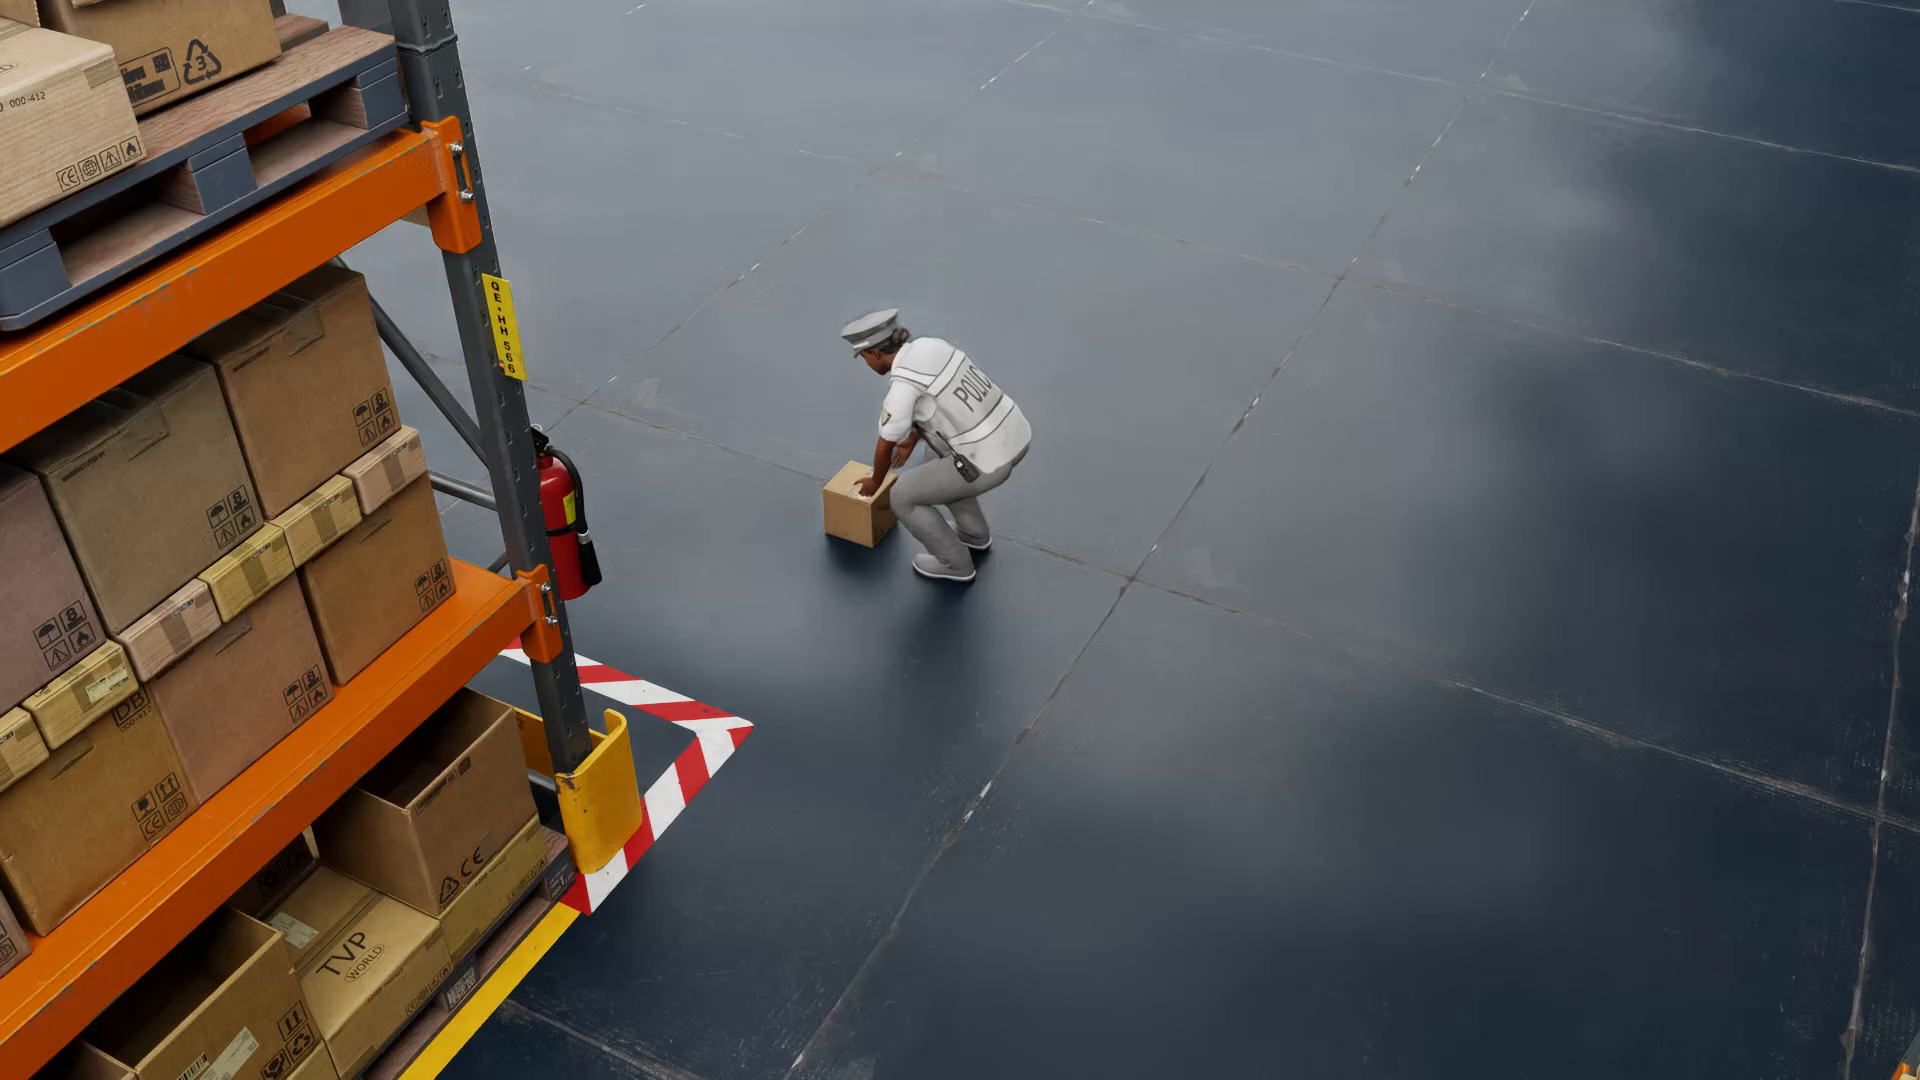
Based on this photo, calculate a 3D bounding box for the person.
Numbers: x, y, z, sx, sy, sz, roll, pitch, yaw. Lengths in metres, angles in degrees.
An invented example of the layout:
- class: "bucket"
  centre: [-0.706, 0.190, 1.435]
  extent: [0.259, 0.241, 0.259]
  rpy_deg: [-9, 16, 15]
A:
- class: "person"
  centre: [-0.111, -0.394, 7.042]
  extent: [0.803, 1.189, 0.496]
  rpy_deg: [18, 42, 21]
